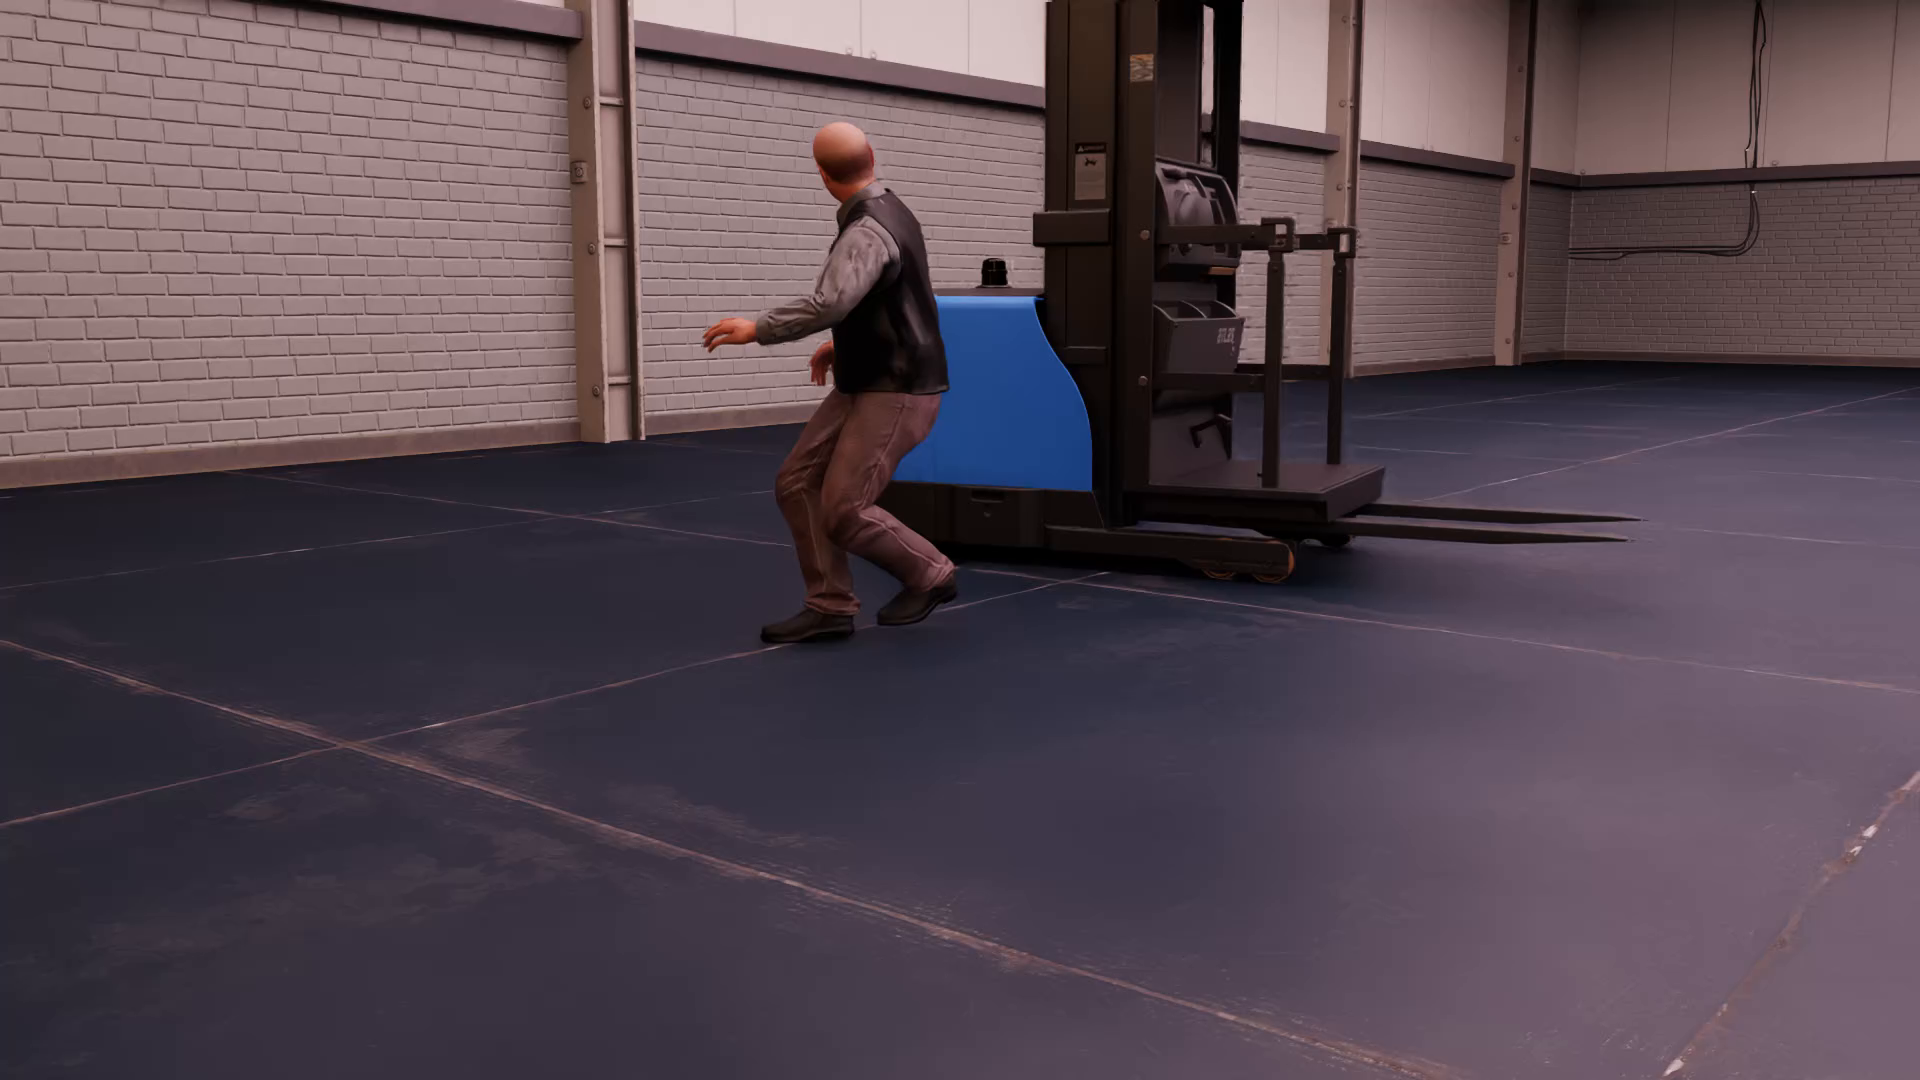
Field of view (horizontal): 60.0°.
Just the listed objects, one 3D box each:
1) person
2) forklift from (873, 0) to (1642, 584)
[{"bbox_3d":[-0.411,-0.486,5.224,0.805,1.599,0.849,-2,9,-12],"label":"person"},{"bbox_3d":[1.149,-1.371,6.655,3.031,2.935,1.130,4,9,26],"label":"forklift"}]
